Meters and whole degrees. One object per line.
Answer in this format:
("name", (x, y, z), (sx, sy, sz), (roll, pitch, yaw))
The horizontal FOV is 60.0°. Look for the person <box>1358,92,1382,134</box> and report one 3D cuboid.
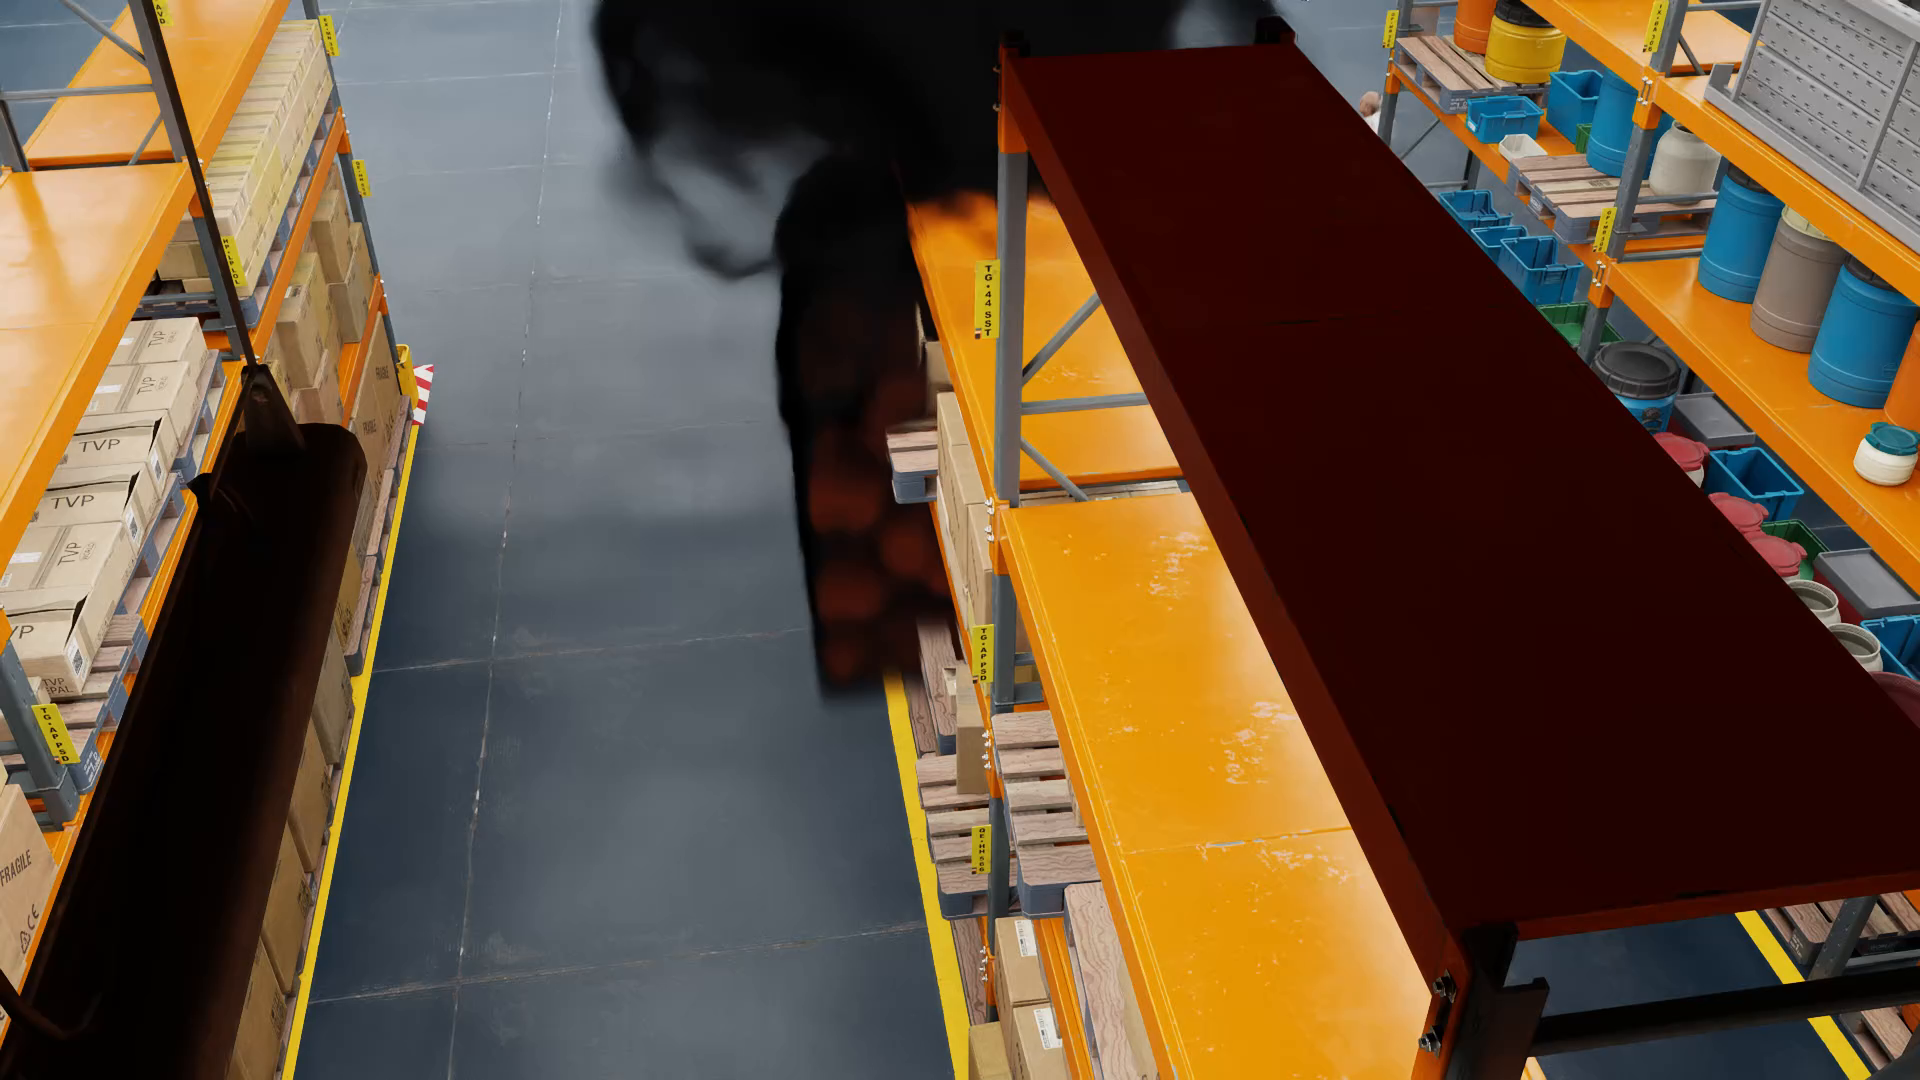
("person", (4.080, -3.703, 17.035), (0.779, 1.826, 0.730), (23, 42, 28))
